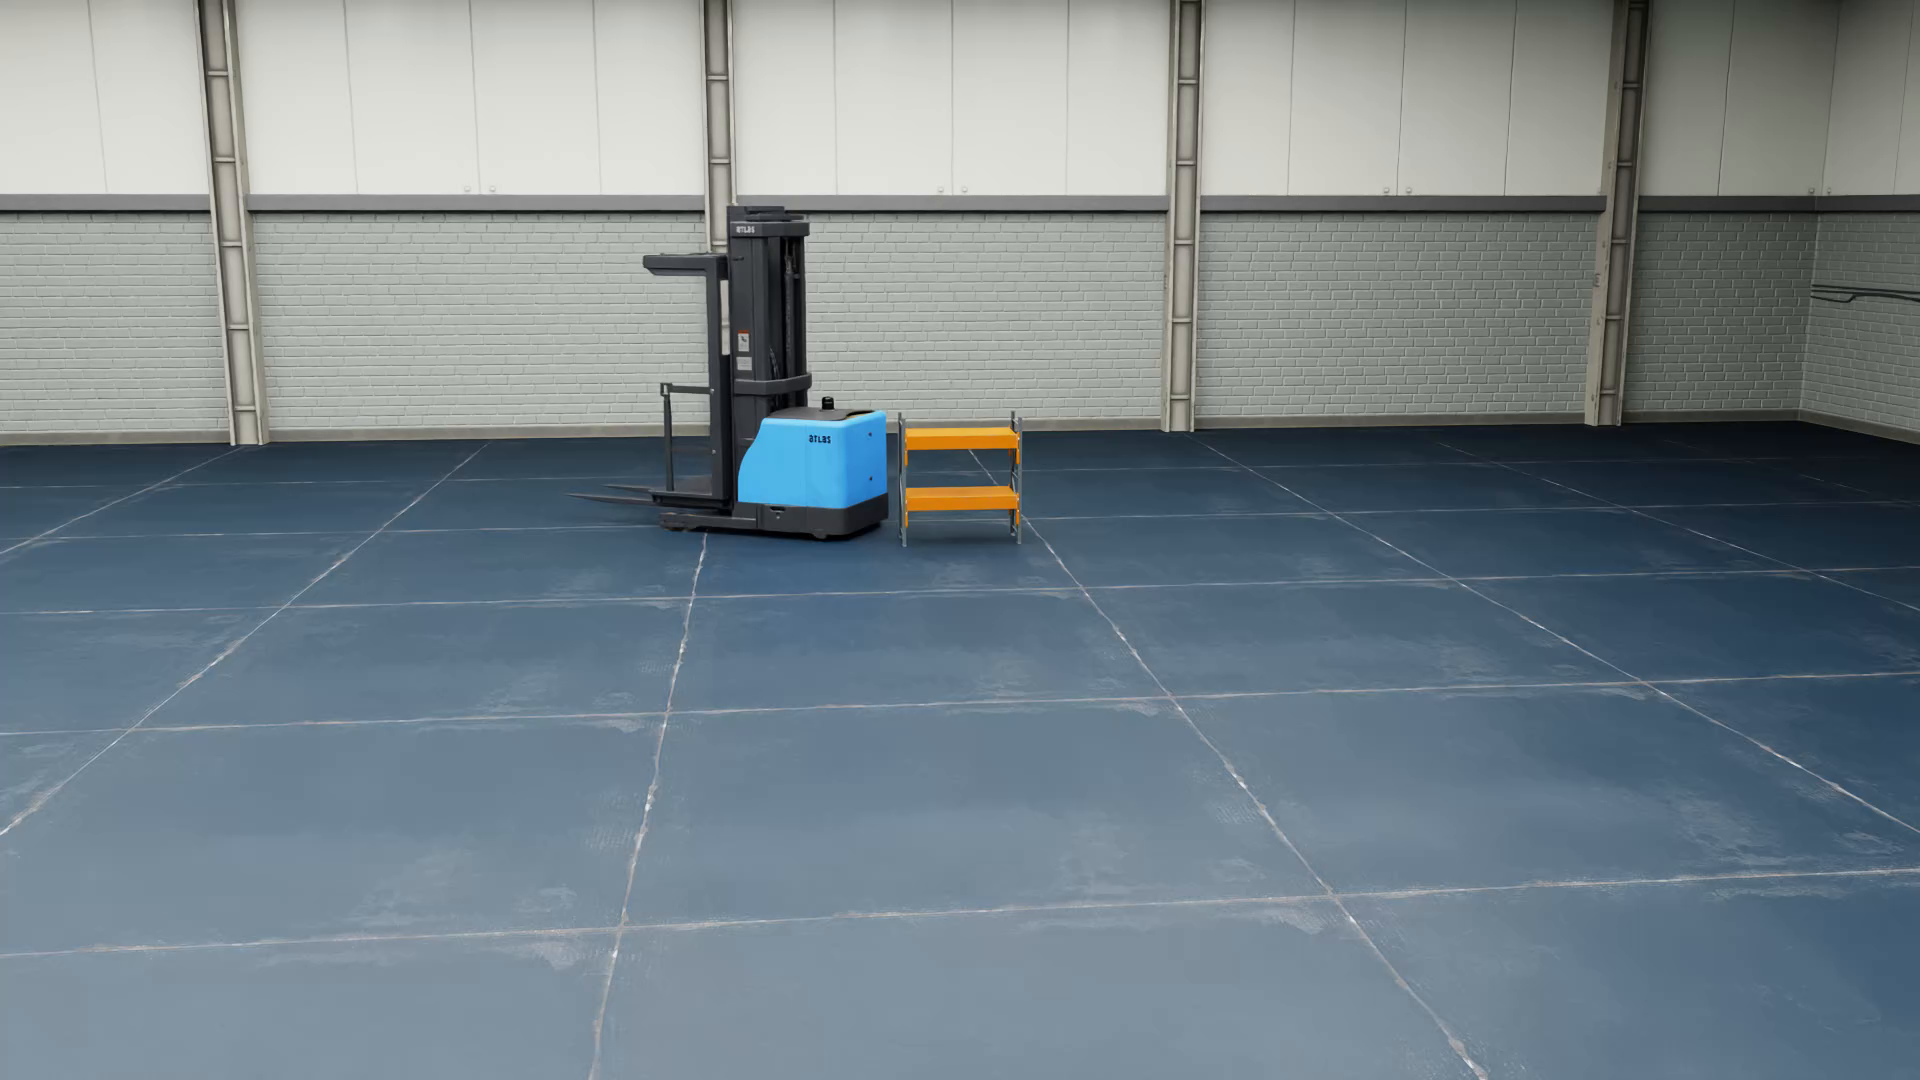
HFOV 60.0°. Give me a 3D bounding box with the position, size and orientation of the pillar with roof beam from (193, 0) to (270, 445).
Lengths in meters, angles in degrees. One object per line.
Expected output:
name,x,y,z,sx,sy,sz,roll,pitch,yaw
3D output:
pillar with roof beam,-8.542,-4.817,16.041,0.400,9.000,9.100,-1,11,-6

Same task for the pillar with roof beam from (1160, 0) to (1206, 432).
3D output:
pillar with roof beam,3.388,-5.067,17.313,0.400,9.000,9.100,-1,11,-6

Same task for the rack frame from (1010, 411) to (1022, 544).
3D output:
rack frame,0.499,-0.562,14.813,0.032,1.125,0.500,-1,11,-6

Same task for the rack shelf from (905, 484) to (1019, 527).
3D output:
rack shelf,-0.007,-0.312,14.806,1.000,0.278,0.538,-1,11,-6

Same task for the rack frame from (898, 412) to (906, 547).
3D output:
rack frame,-0.512,-0.541,14.705,0.032,1.125,0.500,-1,11,-6

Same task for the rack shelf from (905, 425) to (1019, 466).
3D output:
rack shelf,-0.007,-0.839,14.702,1.000,0.278,0.538,-1,11,-6

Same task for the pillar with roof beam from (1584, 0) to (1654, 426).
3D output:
pillar with roof beam,9.353,-5.192,17.949,0.400,9.000,9.100,-1,11,-6

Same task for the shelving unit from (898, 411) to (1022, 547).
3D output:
shelving unit,-0.007,-0.552,14.759,1.048,1.125,0.538,-1,11,-6

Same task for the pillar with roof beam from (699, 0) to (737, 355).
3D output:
pillar with roof beam,-2.577,-4.942,16.677,0.400,9.000,9.100,-1,11,-6

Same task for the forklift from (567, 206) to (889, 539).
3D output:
forklift,-2.238,-1.604,15.429,3.031,2.935,1.130,4,12,21

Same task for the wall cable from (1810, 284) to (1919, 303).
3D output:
wall cable,11.960,-4.301,21.470,0.112,2.526,3.097,-1,11,-6
